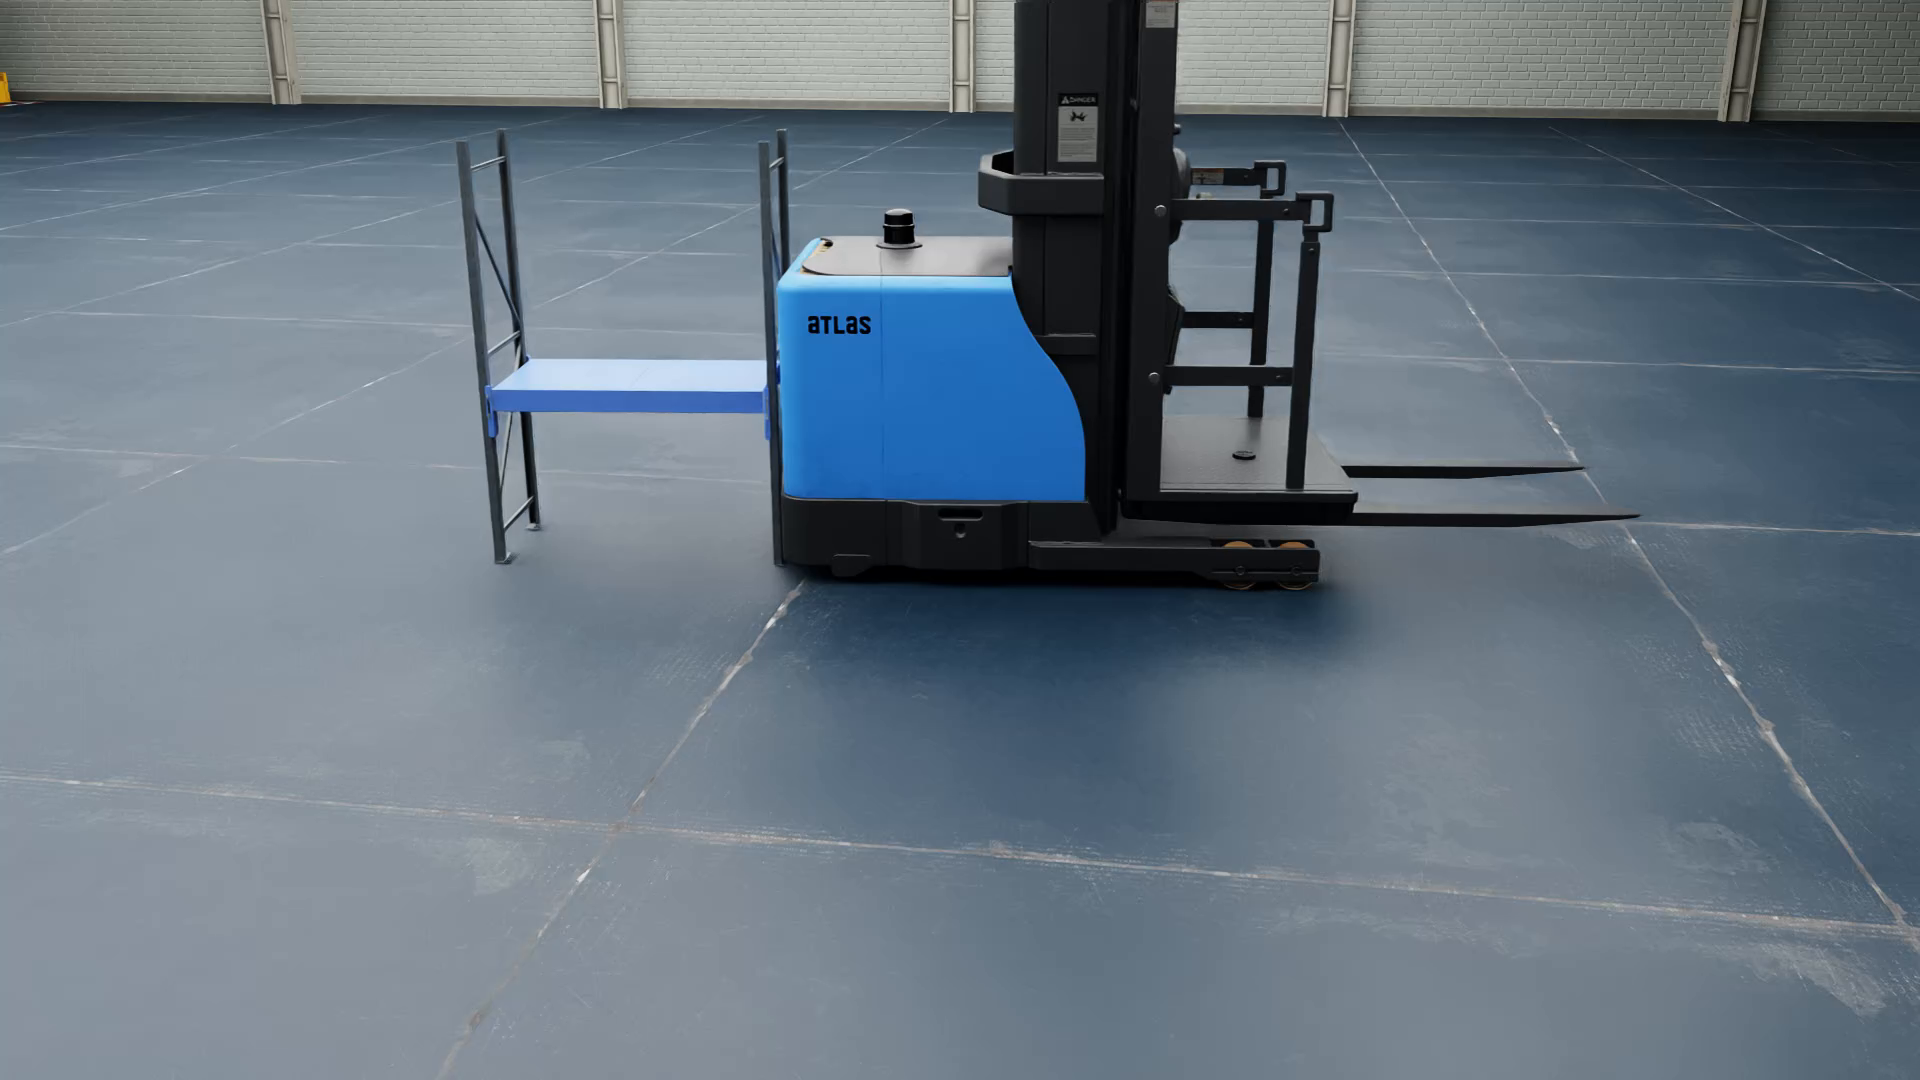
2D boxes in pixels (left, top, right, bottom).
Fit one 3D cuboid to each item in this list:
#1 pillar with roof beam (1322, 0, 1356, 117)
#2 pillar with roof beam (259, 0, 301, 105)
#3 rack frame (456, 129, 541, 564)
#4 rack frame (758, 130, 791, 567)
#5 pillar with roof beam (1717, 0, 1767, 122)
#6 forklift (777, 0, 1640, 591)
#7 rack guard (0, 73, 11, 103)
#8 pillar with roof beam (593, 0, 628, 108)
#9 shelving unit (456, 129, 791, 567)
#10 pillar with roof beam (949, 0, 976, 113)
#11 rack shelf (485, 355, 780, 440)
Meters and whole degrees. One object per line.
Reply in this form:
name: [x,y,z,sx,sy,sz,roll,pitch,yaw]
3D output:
pillar with roof beam: [5.285,-9.670,21.021,0.400,9.000,9.100,3,19,9]
pillar with roof beam: [-12.487,-10.576,23.729,0.400,9.000,9.100,3,19,9]
rack frame: [-1.666,-0.703,6.040,0.032,1.500,0.500,1,19,2]
rack frame: [-0.650,-0.693,6.011,0.032,1.500,0.500,1,19,2]
pillar with roof beam: [11.209,-9.368,20.119,0.400,9.000,9.100,3,19,9]
forklift: [0.897,-1.386,5.827,3.031,2.935,1.130,1,19,2]
rack guard: [-17.160,-7.877,29.058,0.348,0.500,1.175,3,19,9]
pillar with roof beam: [-6.563,-10.274,22.826,0.400,9.000,9.100,3,19,9]
shelving unit: [-1.158,-0.698,6.026,1.048,1.500,0.538,1,19,2]
pillar with roof beam: [-0.639,-9.972,21.924,0.400,9.000,9.100,3,19,9]
rack shelf: [-1.158,-0.528,6.083,1.000,0.185,0.538,1,19,2]
